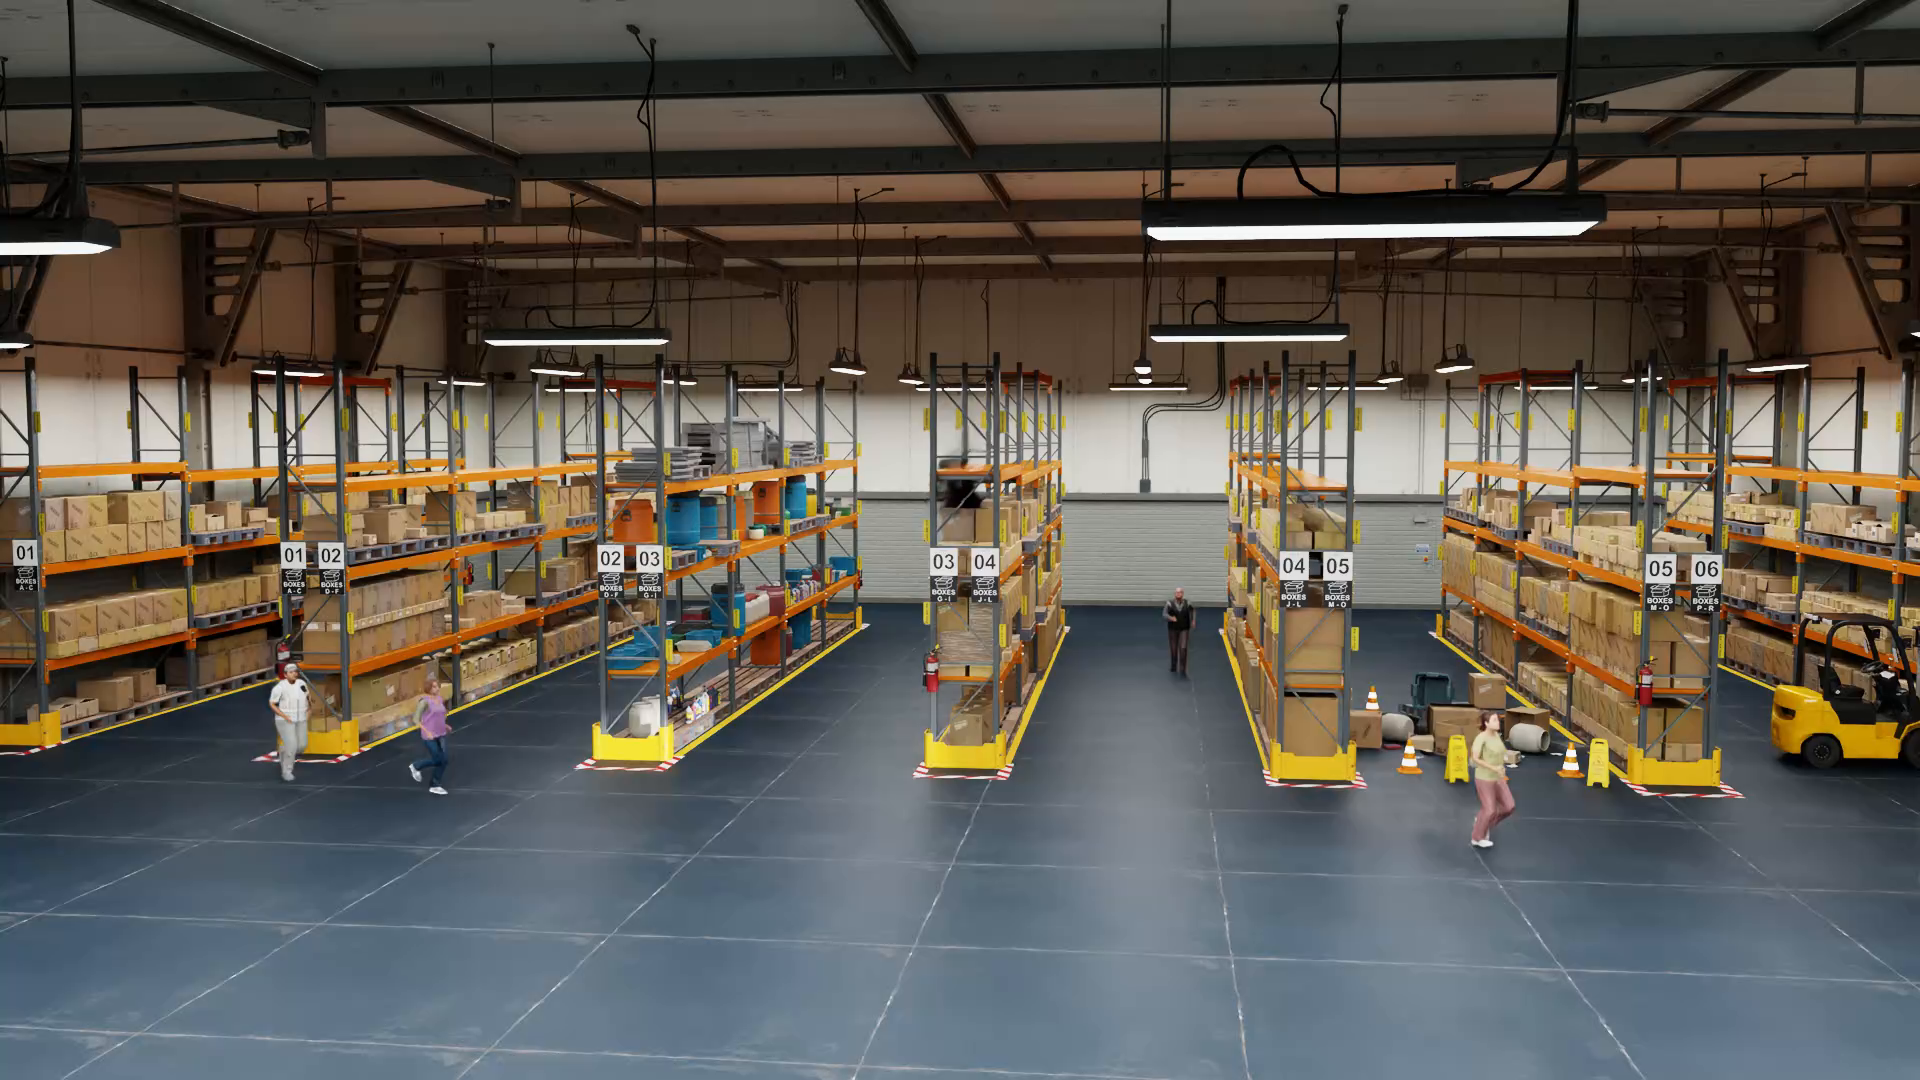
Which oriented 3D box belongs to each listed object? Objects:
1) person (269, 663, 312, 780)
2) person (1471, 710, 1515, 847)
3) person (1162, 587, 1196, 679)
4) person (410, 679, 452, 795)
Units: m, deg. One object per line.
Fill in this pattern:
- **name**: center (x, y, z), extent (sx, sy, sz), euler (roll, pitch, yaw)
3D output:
- **person**: center (-9.438, 2.548, 23.451), extent (0.624, 1.646, 0.631), euler (3, 5, 39)
- **person**: center (6.245, 2.797, 19.483), extent (0.617, 1.624, 0.550), euler (-3, 5, -35)
- **person**: center (4.328, 1.817, 32.896), extent (0.674, 1.774, 0.815), euler (0, 4, 6)
- **person**: center (-7.135, 2.646, 22.439), extent (0.521, 1.558, 0.537), euler (2, 4, 24)
